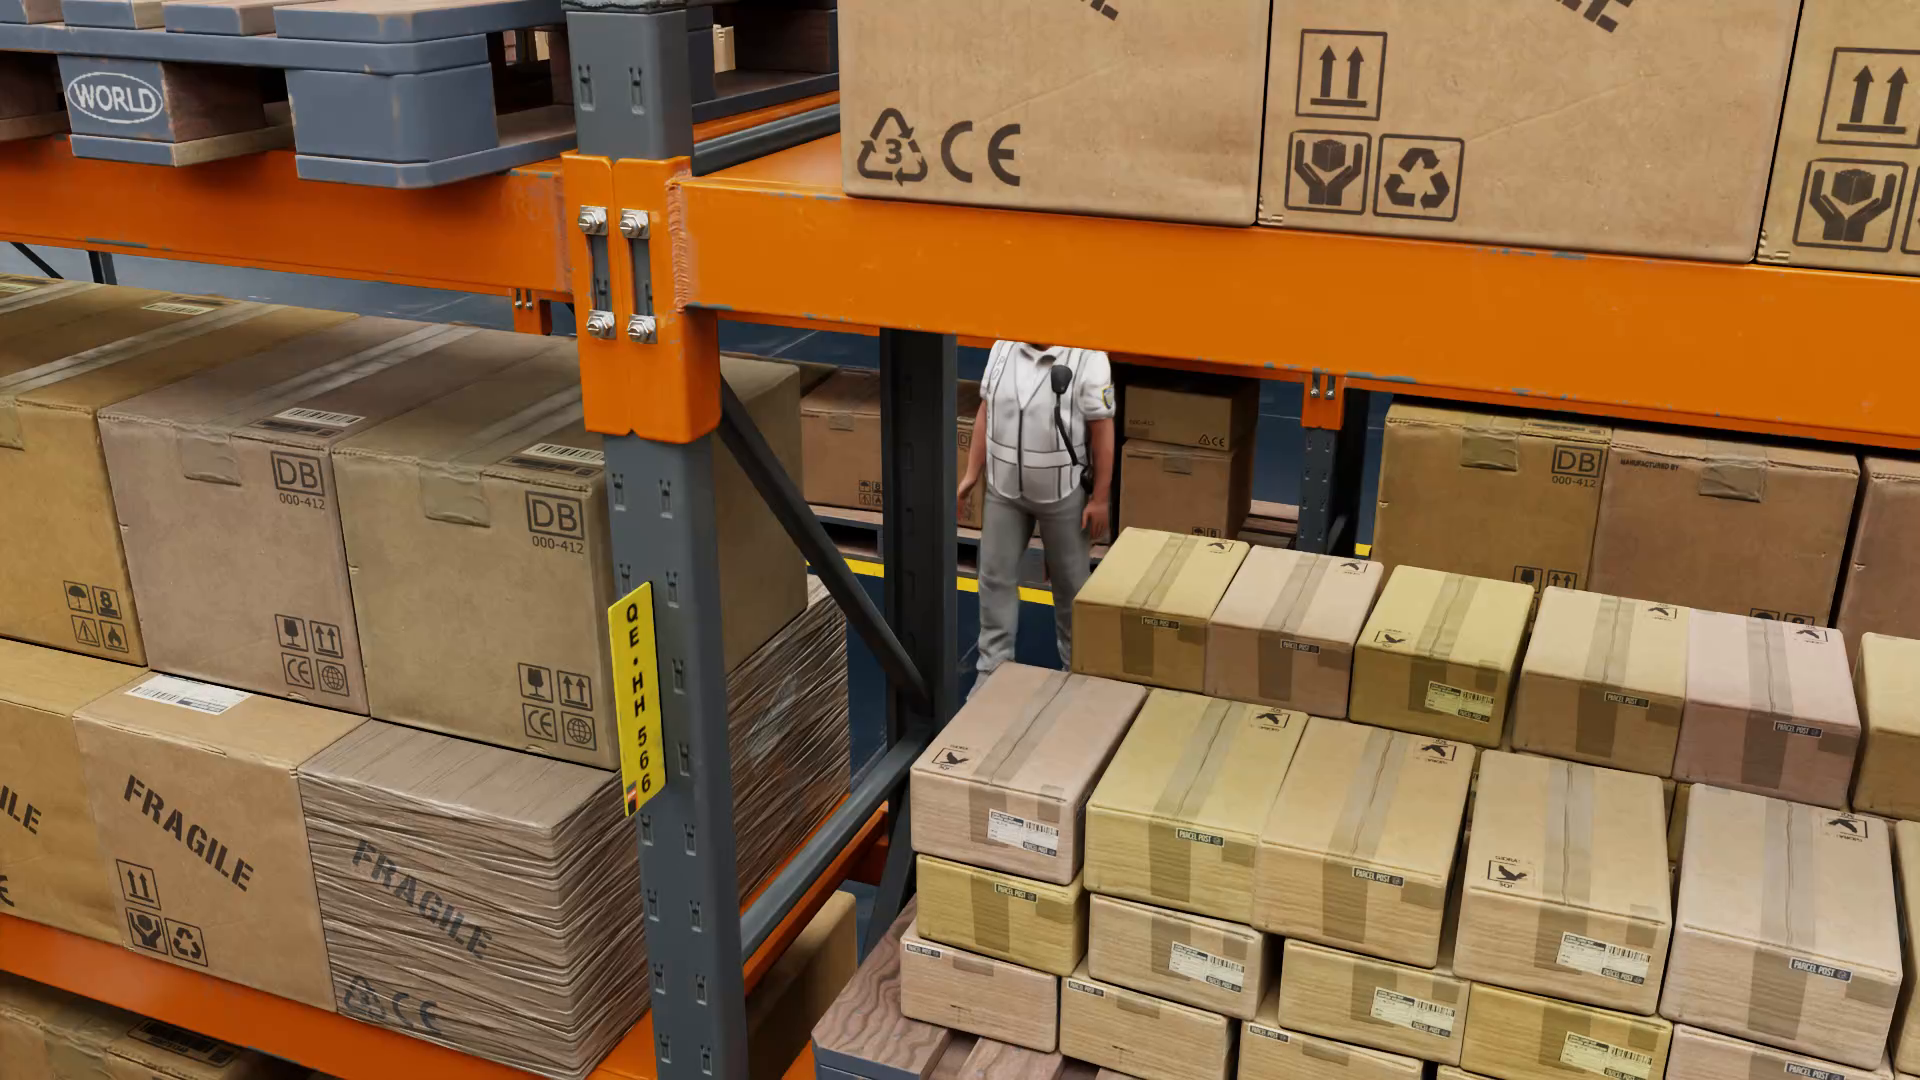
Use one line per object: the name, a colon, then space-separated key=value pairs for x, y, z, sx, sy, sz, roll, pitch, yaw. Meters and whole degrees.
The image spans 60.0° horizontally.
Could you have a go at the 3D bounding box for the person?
person: x=0.274 y=-0.183 z=6.459 sx=0.627 sy=1.764 sz=0.574 roll=9 pitch=24 yaw=21
